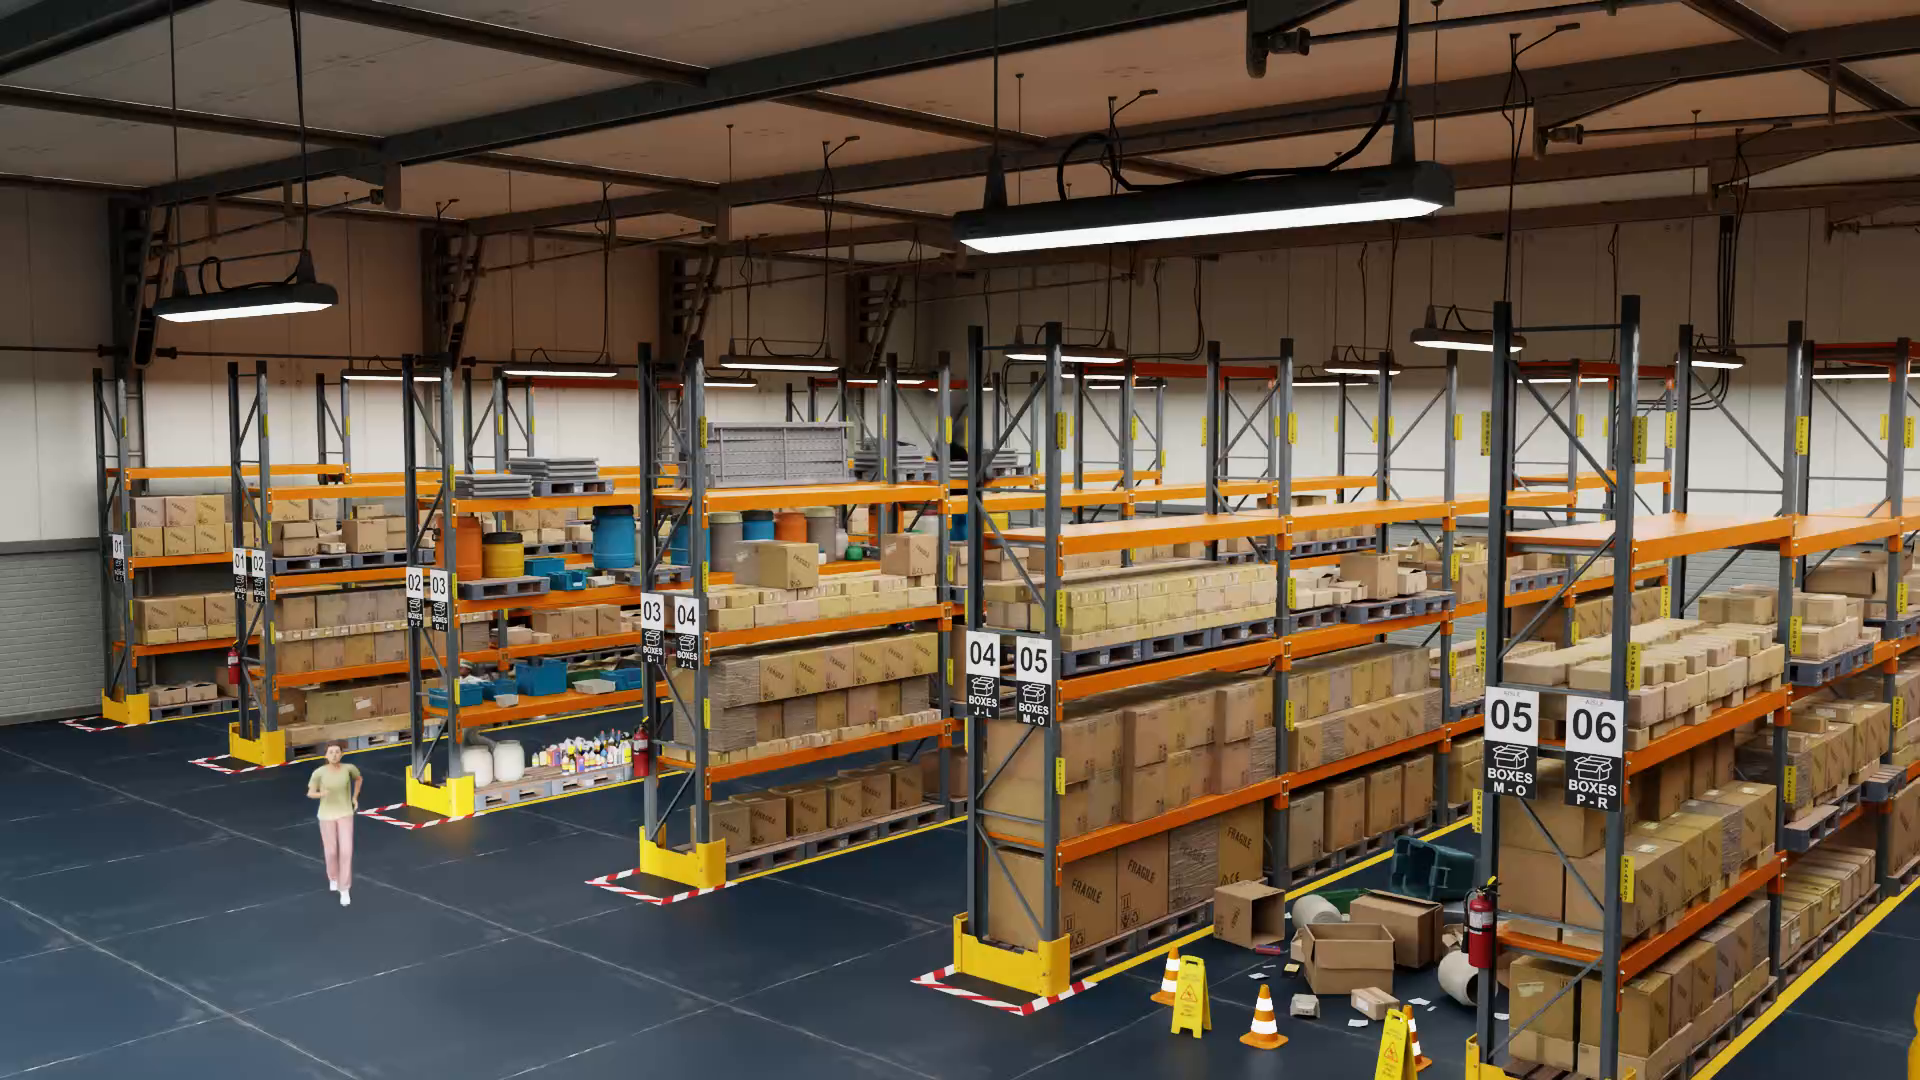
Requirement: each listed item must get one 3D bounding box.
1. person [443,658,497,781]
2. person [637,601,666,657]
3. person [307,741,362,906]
[{"bbox_3d":[-7.093,2.560,24.101,1.032,1.735,0.543,-4,6,-44],"label":"person"},{"bbox_3d":[-5.992,1.949,32.661,0.626,1.713,0.872,4,6,44],"label":"person"},{"bbox_3d":[-6.703,3.006,17.859,0.562,1.714,0.728,-2,4,-21],"label":"person"}]
